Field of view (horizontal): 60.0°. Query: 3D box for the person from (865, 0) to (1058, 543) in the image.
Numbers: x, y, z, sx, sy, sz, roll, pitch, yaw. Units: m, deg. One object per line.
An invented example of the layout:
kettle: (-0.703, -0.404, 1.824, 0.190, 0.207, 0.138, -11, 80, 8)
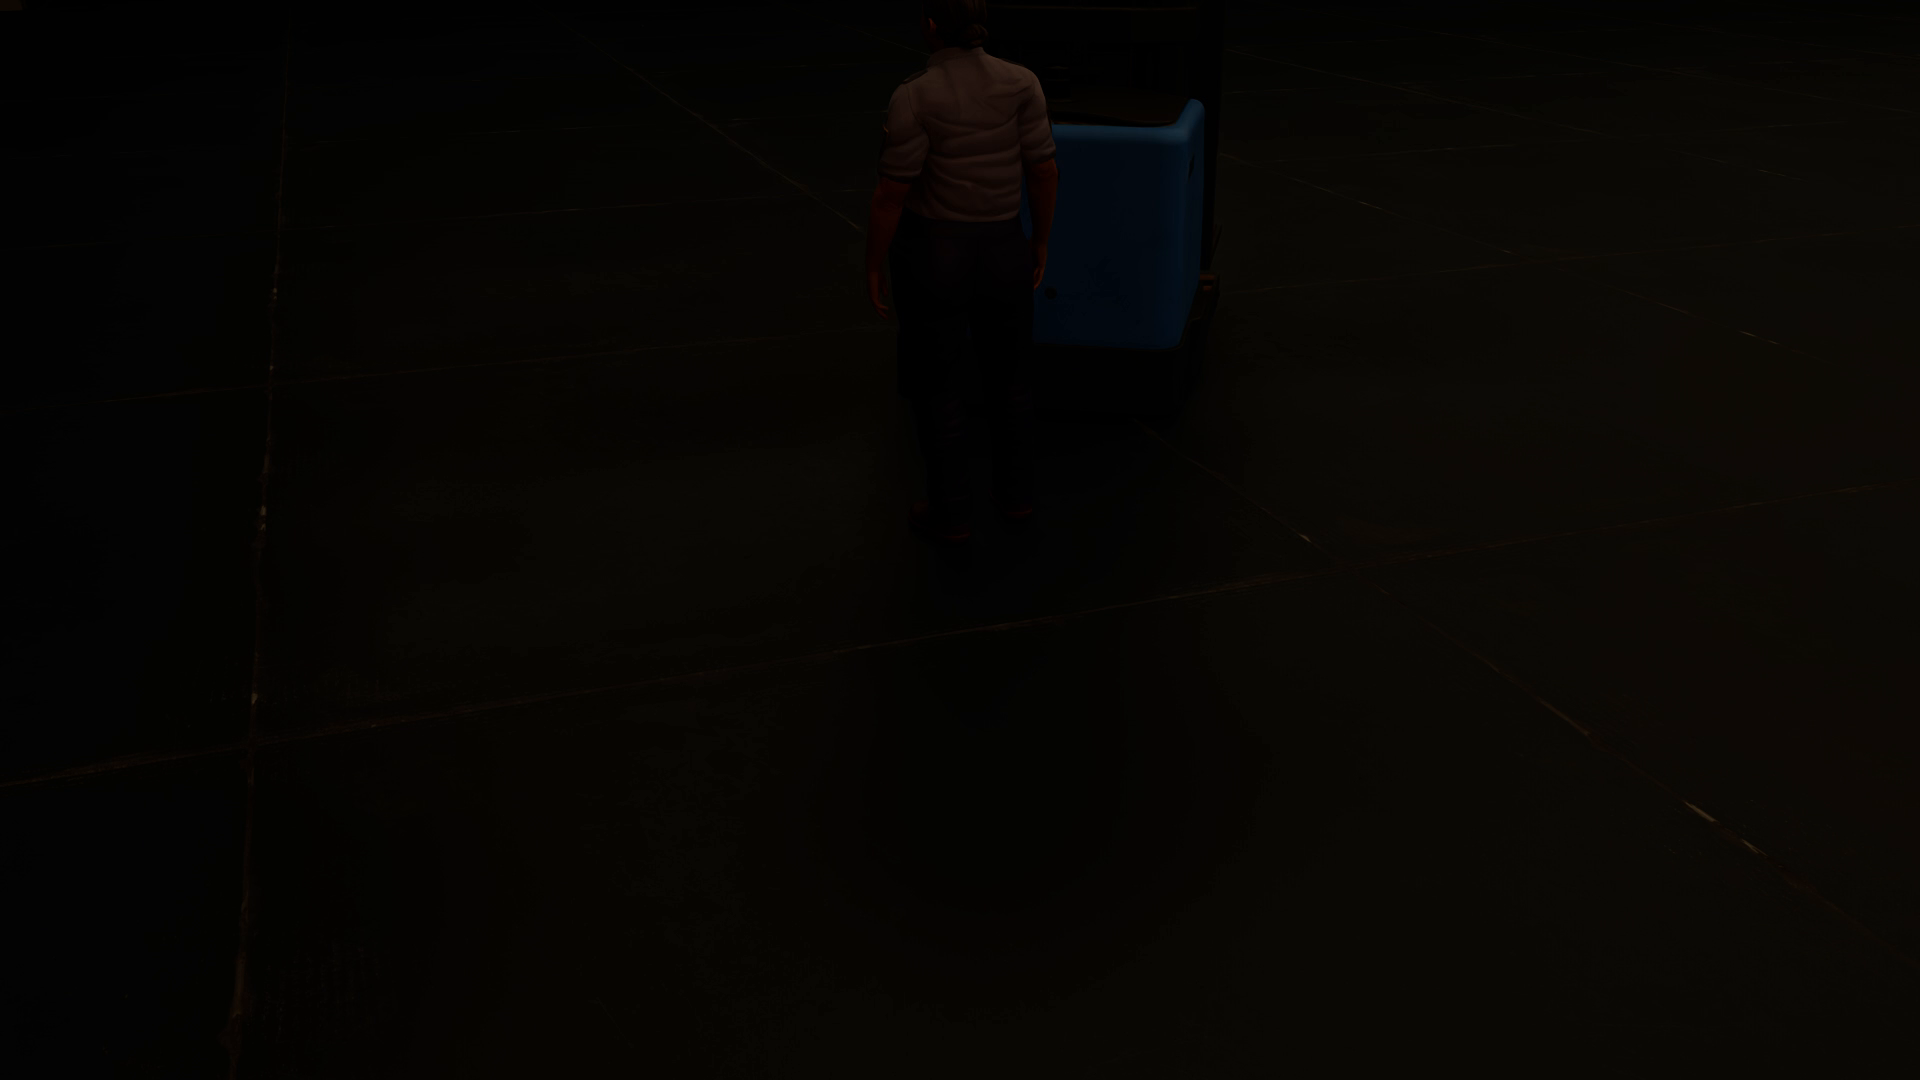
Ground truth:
person: (-0.009, -0.802, 4.842, 0.598, 1.651, 0.502, -8, 24, -18)

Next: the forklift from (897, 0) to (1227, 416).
forklift: (0.571, -2.338, 6.857, 1.130, 2.935, 3.031, 5, 23, 11)
